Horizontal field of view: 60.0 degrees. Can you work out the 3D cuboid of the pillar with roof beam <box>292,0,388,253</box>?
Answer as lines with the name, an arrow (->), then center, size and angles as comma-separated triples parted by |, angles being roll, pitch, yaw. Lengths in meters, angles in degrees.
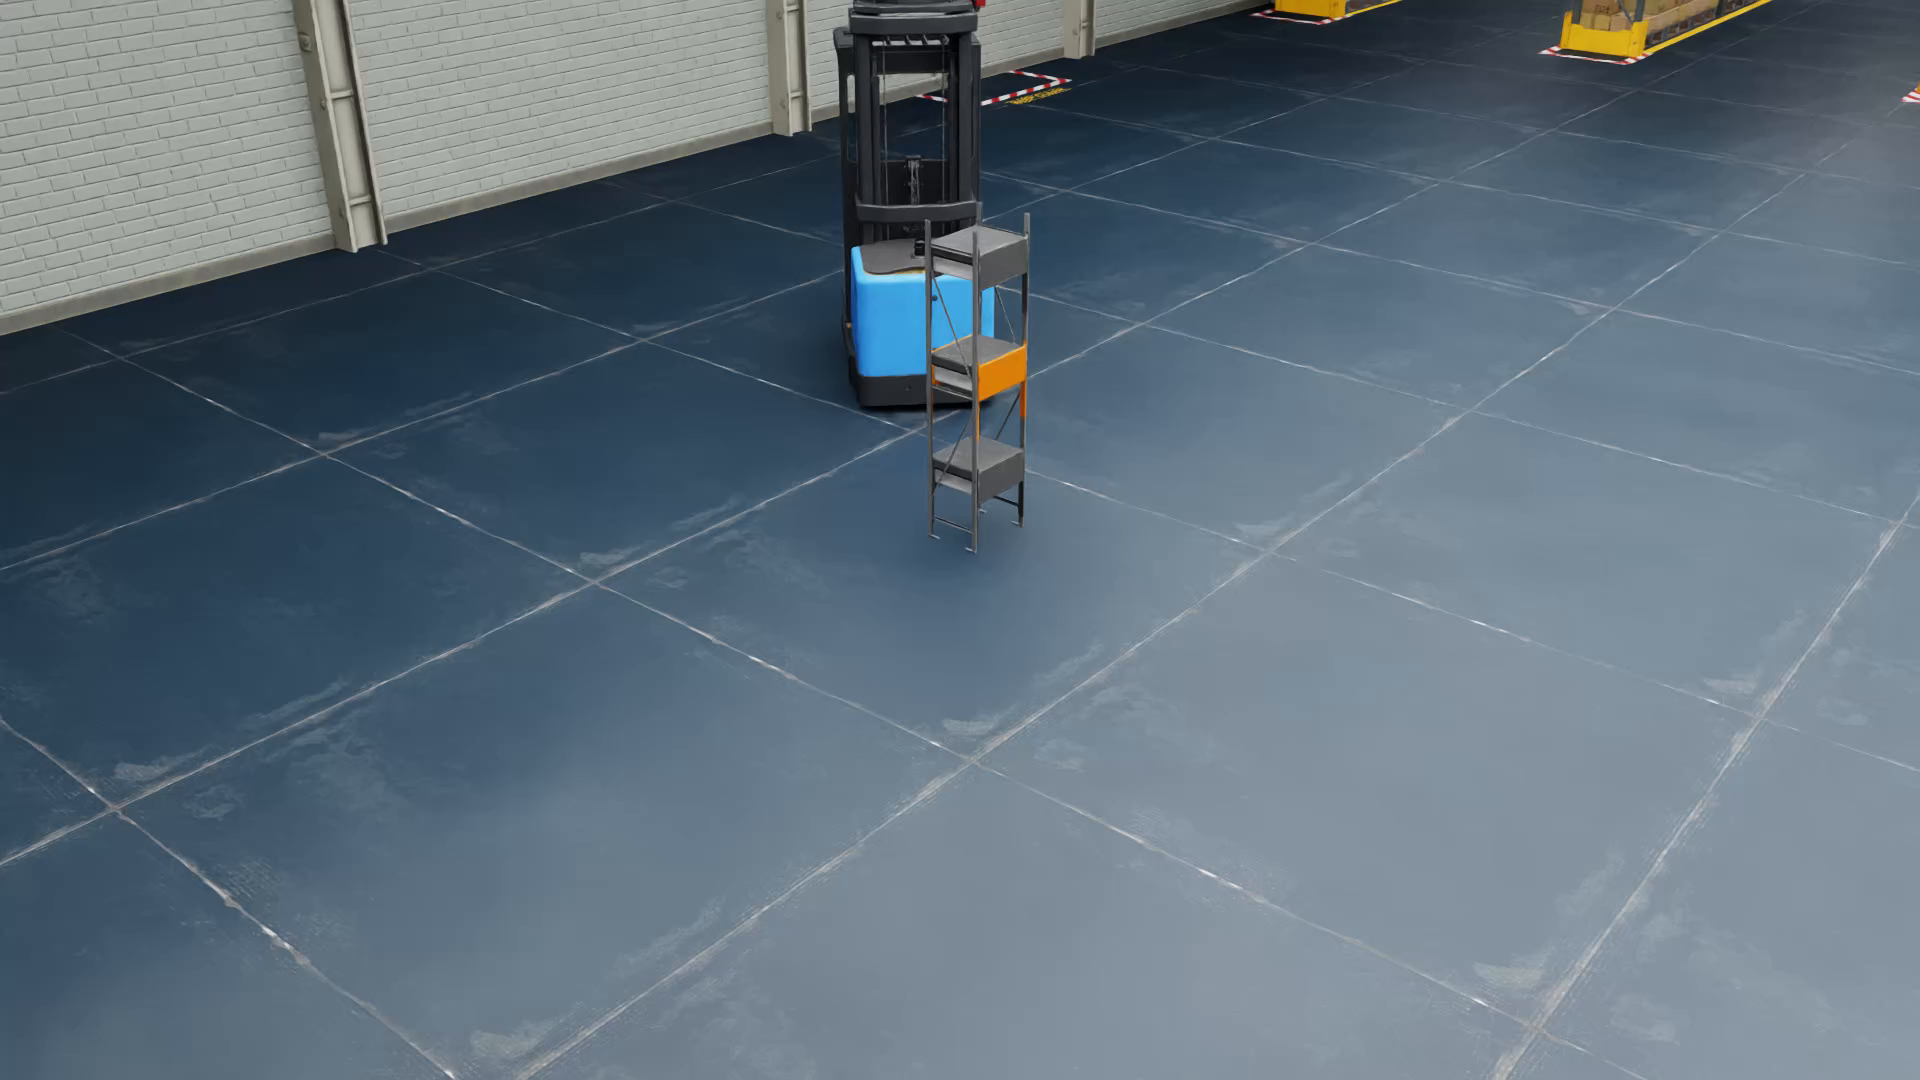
pillar with roof beam -> -2.562, -5.639, 11.857 | 9.100, 9.000, 0.400 | 21, 34, 34

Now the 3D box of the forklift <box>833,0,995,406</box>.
forklift -> -0.414, -2.959, 13.280 | 1.130, 2.935, 3.031 | -3, 28, -6

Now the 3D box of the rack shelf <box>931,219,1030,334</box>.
rack shelf -> 0.105, -1.601, 10.066 | 0.431, 0.518, 0.480 | 21, 34, 34

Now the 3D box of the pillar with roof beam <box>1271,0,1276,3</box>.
pillar with roof beam -> 8.888, -12.021, 24.193 | 9.100, 9.000, 0.400 | 21, 34, 34

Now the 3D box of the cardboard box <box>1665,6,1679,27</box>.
cardboard box -> 10.759, -8.113, 25.704 | 0.500, 0.250, 0.500 | 21, 34, 34

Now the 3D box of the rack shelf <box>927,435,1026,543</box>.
rack shelf -> 0.105, -0.357, 10.709 | 0.431, 0.518, 0.480 | 21, 34, 34

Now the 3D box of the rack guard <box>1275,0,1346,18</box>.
rack guard -> 5.836, -9.030, 27.662 | 1.175, 0.500, 0.348 | 21, 34, 34

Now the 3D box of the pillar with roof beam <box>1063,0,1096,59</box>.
pillar with roof beam -> 5.071, -9.894, 20.081 | 9.100, 9.000, 0.400 | 21, 34, 34

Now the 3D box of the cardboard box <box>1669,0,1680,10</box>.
cardboard box -> 10.750, -8.450, 25.538 | 0.500, 0.500, 0.500 | 21, 34, 34

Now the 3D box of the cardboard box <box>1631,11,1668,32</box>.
cardboard box -> 10.441, -7.936, 25.361 | 0.500, 0.250, 0.500 | 21, 34, 34

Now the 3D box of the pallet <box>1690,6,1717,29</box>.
pallet -> 11.619, -8.577, 27.100 | 1.003, 0.211, 1.213 | 21, 34, 34

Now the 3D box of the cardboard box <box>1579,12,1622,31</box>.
cardboard box -> 9.726, -7.909, 25.309 | 0.500, 0.250, 0.500 | 21, 34, 34

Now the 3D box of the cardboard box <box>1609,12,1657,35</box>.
cardboard box -> 10.126, -7.758, 25.017 | 0.500, 0.250, 0.500 | 21, 34, 34

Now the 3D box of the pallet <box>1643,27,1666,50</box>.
pallet -> 10.067, -7.712, 25.428 | 1.003, 0.211, 1.213 | 21, 34, 34

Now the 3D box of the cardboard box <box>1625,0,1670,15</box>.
cardboard box -> 10.442, -8.269, 25.188 | 0.500, 0.500, 0.500 | 21, 34, 34

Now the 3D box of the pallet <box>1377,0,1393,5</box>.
pallet -> 7.157, -9.610, 29.097 | 1.003, 0.211, 1.213 | 21, 34, 34

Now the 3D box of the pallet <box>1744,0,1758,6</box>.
pallet -> 13.371, -9.554, 28.988 | 1.003, 0.211, 1.213 | 21, 34, 34

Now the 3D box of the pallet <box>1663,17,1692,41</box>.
pallet -> 10.843, -8.143, 26.260 | 1.003, 0.211, 1.213 | 21, 34, 34

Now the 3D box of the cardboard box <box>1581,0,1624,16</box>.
cardboard box -> 9.724, -8.243, 25.138 | 0.500, 0.500, 0.500 | 21, 34, 34

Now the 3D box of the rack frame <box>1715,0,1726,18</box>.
rack frame -> 12.157, -10.085, 26.981 | 1.000, 3.000, 0.127 | 21, 34, 34

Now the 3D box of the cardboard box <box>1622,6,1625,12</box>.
cardboard box -> 10.035, -8.090, 25.659 | 0.500, 0.250, 0.500 | 21, 34, 34

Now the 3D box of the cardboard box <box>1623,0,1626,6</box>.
cardboard box -> 10.349, -8.601, 25.832 | 0.500, 0.500, 0.500 | 21, 34, 34

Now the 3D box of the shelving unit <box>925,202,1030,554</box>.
shelving unit -> 0.105, -0.991, 10.381 | 0.431, 2.100, 0.503 | 21, 34, 34

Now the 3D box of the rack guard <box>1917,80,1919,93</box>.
rack guard -> 13.445, -6.149, 22.092 | 1.175, 0.500, 0.348 | 21, 34, 34

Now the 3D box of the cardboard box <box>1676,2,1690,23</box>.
cardboard box -> 11.081, -8.289, 26.044 | 0.500, 0.250, 0.500 | 21, 34, 34

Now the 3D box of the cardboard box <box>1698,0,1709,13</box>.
cardboard box -> 11.705, -8.648, 26.738 | 0.500, 0.250, 0.500 | 21, 34, 34

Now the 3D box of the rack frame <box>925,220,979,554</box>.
rack frame -> -0.050, -0.905, 10.214 | 0.400, 2.100, 0.015 | 21, 34, 34

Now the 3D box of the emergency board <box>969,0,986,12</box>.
emergency board -> 0.148, -7.622, 22.220 | 0.194, 1.169, 0.643 | 21, 34, 34

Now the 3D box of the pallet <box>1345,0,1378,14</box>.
pallet -> 6.380, -9.180, 28.265 | 1.003, 0.211, 1.213 | 21, 34, 34

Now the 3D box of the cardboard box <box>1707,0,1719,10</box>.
cardboard box -> 12.031, -8.822, 27.075 | 0.500, 0.250, 0.500 | 21, 34, 34

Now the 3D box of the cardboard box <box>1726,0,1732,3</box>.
cardboard box -> 12.605, -9.121, 27.653 | 0.500, 0.250, 0.500 | 20, 33, 33

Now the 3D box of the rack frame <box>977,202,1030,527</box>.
rack frame -> 0.261, -1.078, 10.548 | 0.400, 2.100, 0.015 | 21, 34, 34

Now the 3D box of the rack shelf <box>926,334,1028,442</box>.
rack shelf -> 0.105, -0.979, 10.387 | 0.431, 0.518, 0.480 | 21, 34, 34

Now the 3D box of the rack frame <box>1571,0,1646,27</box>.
rack frame -> 9.613, -8.667, 24.239 | 1.000, 3.000, 0.127 | 21, 34, 34

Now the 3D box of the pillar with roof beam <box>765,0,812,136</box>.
pillar with roof beam -> 1.255, -7.766, 15.969 | 9.100, 9.000, 0.400 | 21, 34, 34

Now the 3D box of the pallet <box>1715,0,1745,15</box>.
pallet -> 12.596, -9.120, 28.149 | 1.003, 0.211, 1.213 | 21, 34, 34

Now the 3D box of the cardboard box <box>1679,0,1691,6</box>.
cardboard box -> 11.082, -8.622, 25.871 | 0.500, 0.500, 0.500 | 21, 34, 34

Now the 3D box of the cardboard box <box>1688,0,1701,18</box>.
cardboard box -> 11.398, -8.466, 26.387 | 0.500, 0.250, 0.500 | 21, 34, 34

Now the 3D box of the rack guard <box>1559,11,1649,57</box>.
rack guard -> 9.598, -7.548, 24.797 | 1.175, 0.500, 0.348 | 21, 34, 34
